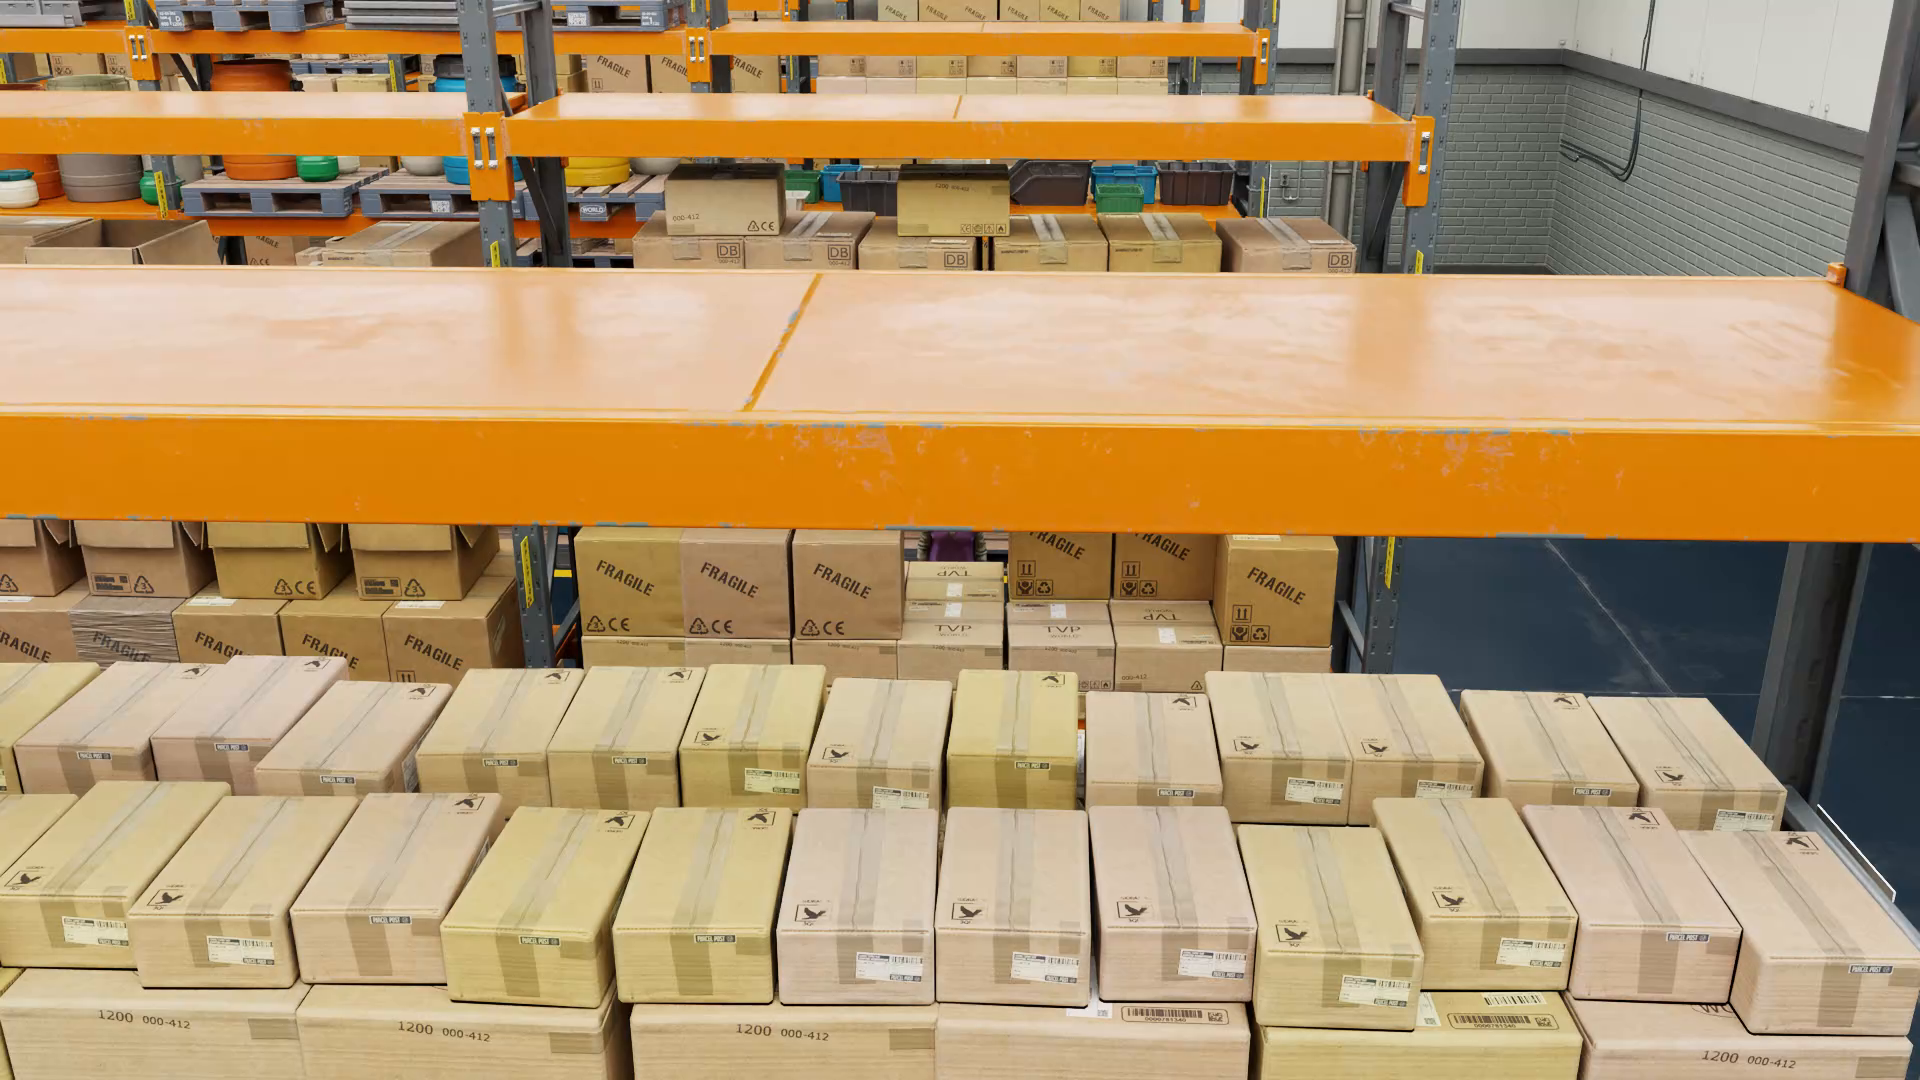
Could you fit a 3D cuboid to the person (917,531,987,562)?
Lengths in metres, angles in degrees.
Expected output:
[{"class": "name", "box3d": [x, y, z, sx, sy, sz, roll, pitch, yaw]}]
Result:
[{"class": "person", "box3d": [-0.054, 0.278, 10.876, 0.459, 1.593, 0.346, 0, 21, 1]}]
